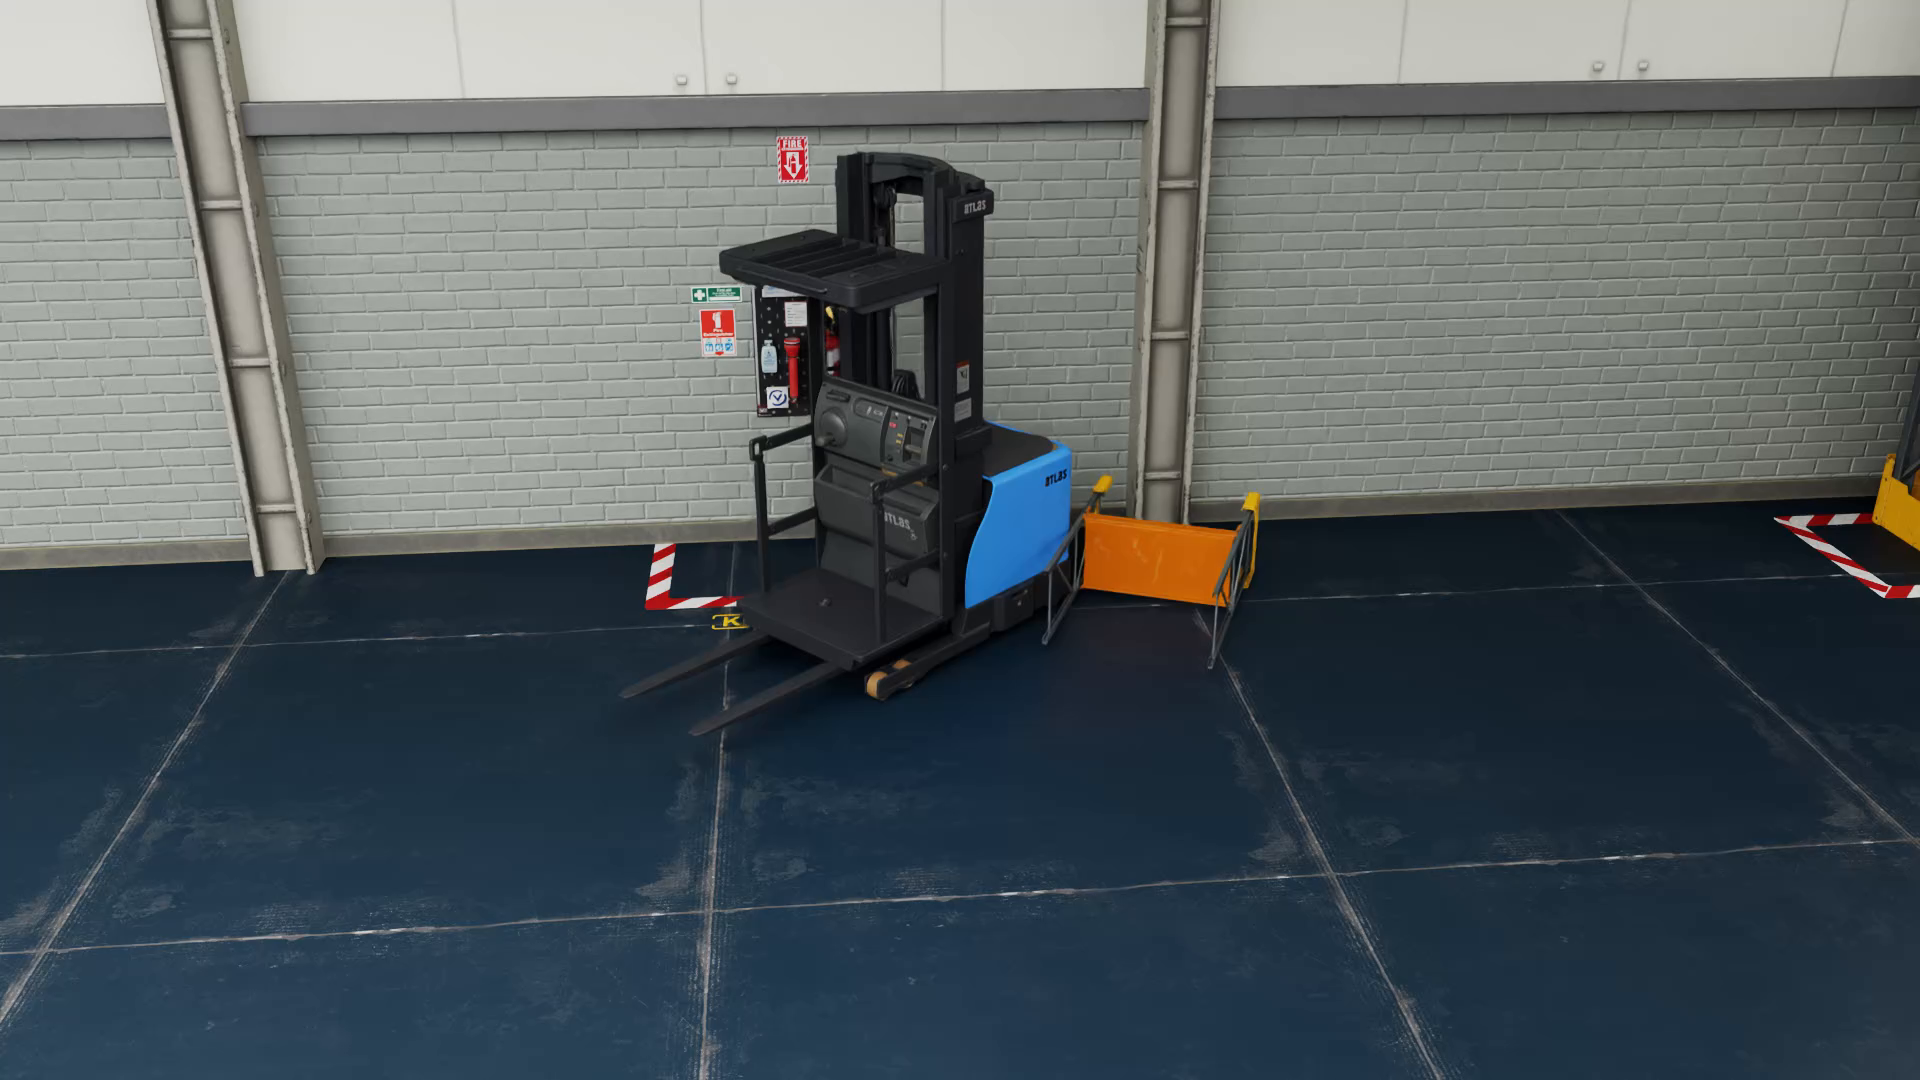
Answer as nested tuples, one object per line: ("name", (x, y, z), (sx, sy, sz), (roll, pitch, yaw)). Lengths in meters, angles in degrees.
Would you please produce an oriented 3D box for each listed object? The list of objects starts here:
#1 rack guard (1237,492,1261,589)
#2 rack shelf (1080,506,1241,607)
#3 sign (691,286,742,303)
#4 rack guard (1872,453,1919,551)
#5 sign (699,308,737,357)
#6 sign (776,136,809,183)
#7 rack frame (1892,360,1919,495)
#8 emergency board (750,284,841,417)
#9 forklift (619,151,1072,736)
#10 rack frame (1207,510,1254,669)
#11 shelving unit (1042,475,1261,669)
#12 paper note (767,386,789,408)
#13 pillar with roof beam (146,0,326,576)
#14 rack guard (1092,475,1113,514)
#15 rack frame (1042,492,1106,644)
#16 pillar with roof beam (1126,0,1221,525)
("rack guard", (1.905, 0.003, 10.989), (0.087, 0.587, 0.250), (7, 25, 16))
("rack shelf", (1.287, 0.112, 10.743), (1.000, 0.538, 0.185), (7, 25, 16))
("sign", (-1.614, -1.627, 11.021), (0.331, 0.109, 0.001), (-2, 24, -5))
("rack guard", (6.839, -0.158, 11.491), (0.348, 0.500, 1.175), (-2, 24, -5))
("sign", (-1.619, -1.388, 11.136), (0.234, 0.329, 0.001), (-2, 24, -5))
("sign", (-1.077, -2.452, 10.719), (0.199, 0.298, 0.001), (-2, 24, -5))
("rack frame", (6.763, -1.298, 10.976), (0.127, 3.000, 1.000), (-2, 24, -5))
("emergency board", (-1.059, -1.352, 11.100), (0.643, 1.169, 0.194), (-2, 24, -5))
("forklift", (-0.641, -0.640, 9.582), (1.130, 2.935, 3.031), (20, 31, 38))
("rack frame", (1.716, 0.245, 10.444), (0.032, 0.500, 1.500), (7, 25, 16))
("shelving unit", (1.241, 0.183, 10.584), (1.083, 0.587, 1.500), (7, 25, 16))
("paper note", (-1.242, -0.971, 11.325), (0.142, 0.148, 0.016), (-2, 24, -5))
("pillar with roof beam", (-4.144, -2.197, 5.615), (0.400, 9.000, 9.100), (-2, 24, -5))
("rack guard", (0.957, -0.120, 11.266), (0.087, 0.587, 0.250), (7, 25, 16))
("rack frame", (0.748, 0.119, 10.728), (0.032, 0.500, 1.500), (7, 25, 16))
("pillar with roof beam", (1.827, -2.437, 6.153), (0.400, 9.000, 9.100), (-2, 24, -5))
